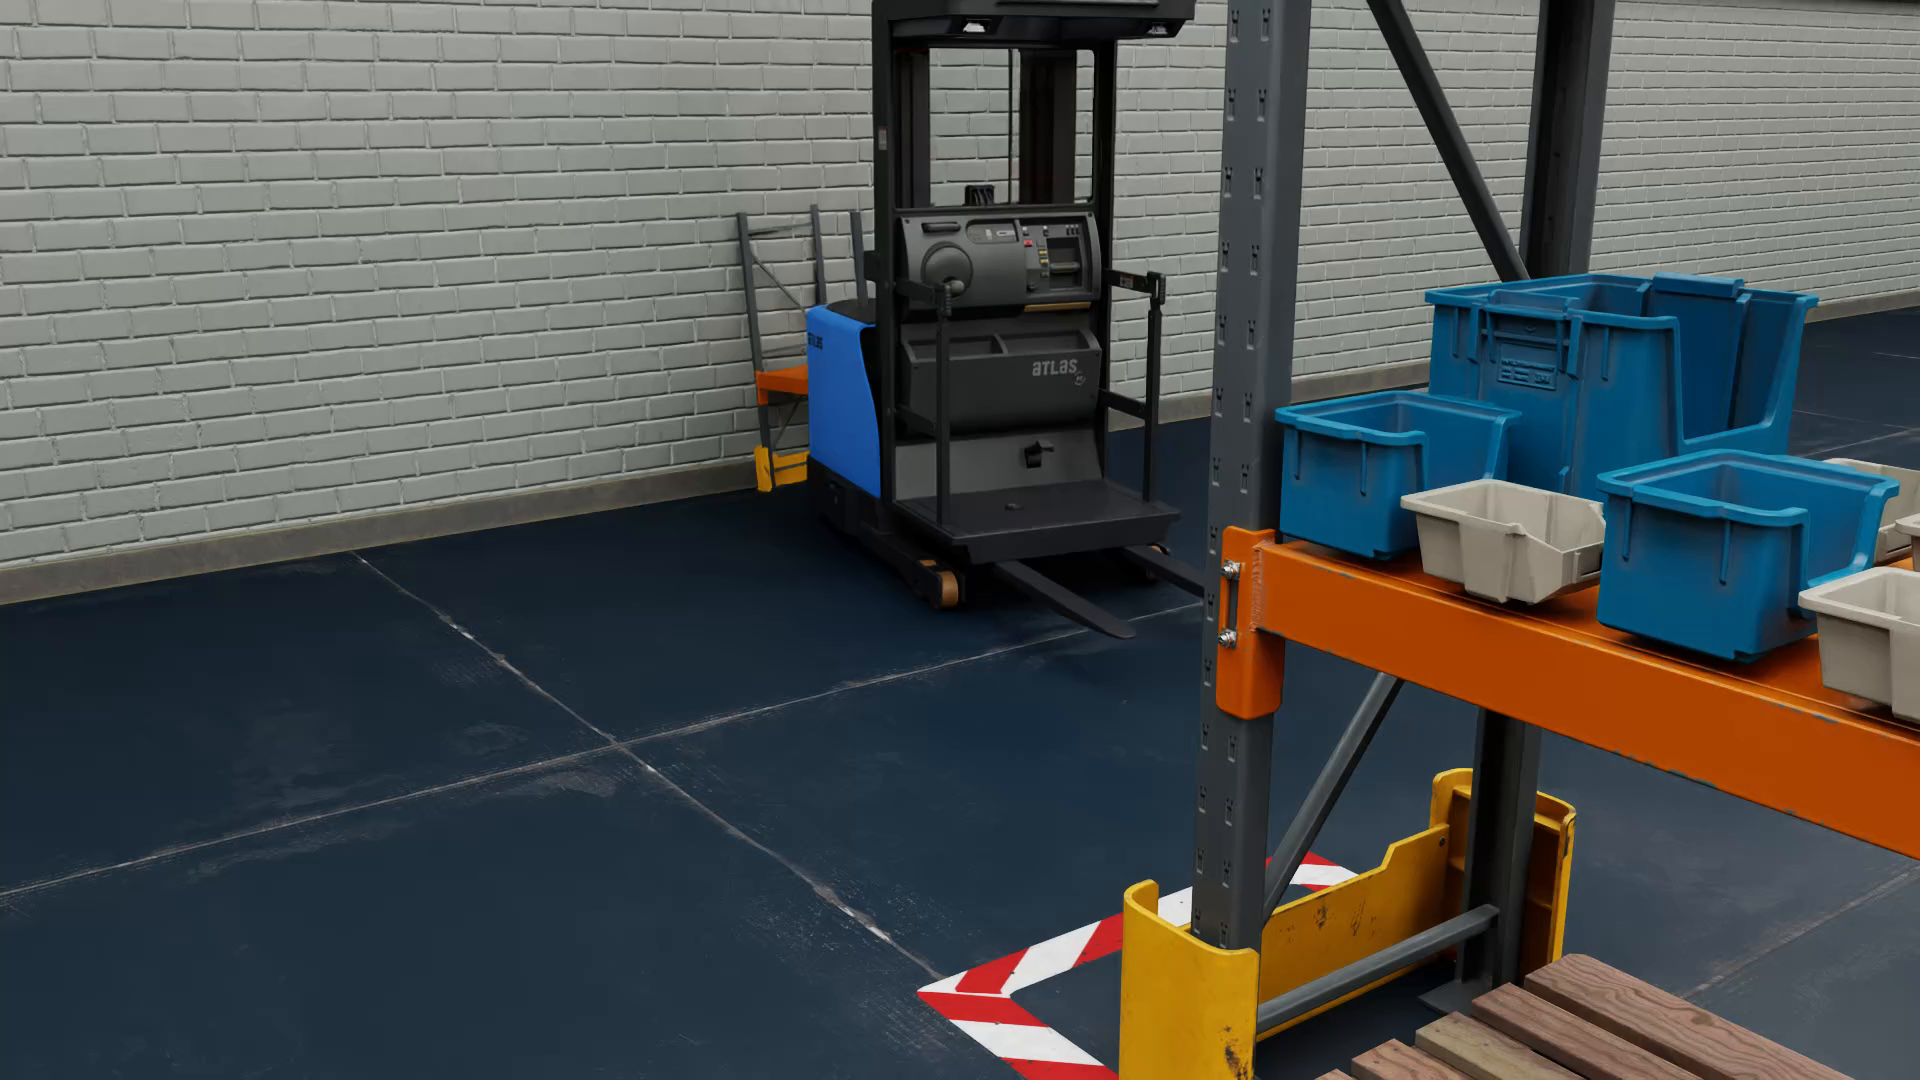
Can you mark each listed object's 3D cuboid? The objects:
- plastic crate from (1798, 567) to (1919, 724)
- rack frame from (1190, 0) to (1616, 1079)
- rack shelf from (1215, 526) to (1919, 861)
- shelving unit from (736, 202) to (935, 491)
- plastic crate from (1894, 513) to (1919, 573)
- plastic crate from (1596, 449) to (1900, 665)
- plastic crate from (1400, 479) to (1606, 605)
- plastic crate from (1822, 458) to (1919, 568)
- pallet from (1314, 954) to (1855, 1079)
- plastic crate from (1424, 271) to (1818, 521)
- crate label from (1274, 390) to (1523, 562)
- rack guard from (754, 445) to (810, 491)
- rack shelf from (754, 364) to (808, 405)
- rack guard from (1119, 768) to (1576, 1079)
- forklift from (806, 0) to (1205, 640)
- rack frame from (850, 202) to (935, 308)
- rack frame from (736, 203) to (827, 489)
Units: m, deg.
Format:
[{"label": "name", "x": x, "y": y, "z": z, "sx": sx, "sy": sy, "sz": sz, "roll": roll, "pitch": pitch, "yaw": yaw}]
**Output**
[{"label": "plastic crate", "x": 1.314, "y": 0.152, "z": 2.223, "sx": 0.250, "sy": 0.136, "sz": 0.298, "roll": -11, "pitch": 19, "yaw": -35}, {"label": "rack frame", "x": 0.914, "y": -0.276, "z": 3.402, "sx": 1.000, "sy": 3.000, "sz": 0.127, "roll": -11, "pitch": 19, "yaw": -35}, {"label": "rack shelf", "x": 2.090, "y": 0.498, "z": 1.937, "sx": 1.077, "sy": 0.370, "sz": 4.000, "roll": -11, "pitch": 19, "yaw": -35}, {"label": "shelving unit", "x": -0.598, "y": -0.973, "z": 8.679, "sx": 0.587, "sy": 1.500, "sz": 1.083, "roll": -16, "pitch": 18, "yaw": -37}, {"label": "plastic crate", "x": 1.699, "y": 0.033, "z": 2.661, "sx": 0.396, "sy": 0.136, "sz": 0.243, "roll": -11, "pitch": 19, "yaw": -35}, {"label": "plastic crate", "x": 1.180, "y": 0.020, "z": 2.523, "sx": 0.416, "sy": 0.233, "sz": 0.300, "roll": -11, "pitch": 19, "yaw": -35}, {"label": "plastic crate", "x": 0.915, "y": 0.008, "z": 2.752, "sx": 0.250, "sy": 0.136, "sz": 0.298, "roll": -11, "pitch": 19, "yaw": -35}, {"label": "plastic crate", "x": 1.540, "y": -0.032, "z": 2.895, "sx": 0.396, "sy": 0.136, "sz": 0.243, "roll": -11, "pitch": 19, "yaw": -35}, {"label": "pallet", "x": 1.368, "y": 1.251, "z": 3.105, "sx": 1.003, "sy": 0.211, "sz": 1.213, "roll": -11, "pitch": 19, "yaw": -35}, {"label": "plastic crate", "x": 1.262, "y": -0.279, "z": 3.234, "sx": 0.616, "sy": 0.435, "sz": 0.499, "roll": -11, "pitch": 19, "yaw": -35}, {"label": "crate label", "x": 0.793, "y": -0.120, "z": 3.037, "sx": 0.416, "sy": 0.233, "sz": 0.303, "roll": -11, "pitch": 19, "yaw": -35}, {"label": "rack guard", "x": -0.867, "y": -0.444, "z": 9.215, "sx": 0.587, "sy": 0.250, "sz": 0.087, "roll": -16, "pitch": 18, "yaw": -37}, {"label": "rack shelf", "x": -0.579, "y": -0.798, "z": 8.718, "sx": 0.538, "sy": 0.185, "sz": 1.000, "roll": -16, "pitch": 18, "yaw": -37}, {"label": "rack guard", "x": 0.890, "y": 0.927, "z": 3.743, "sx": 1.175, "sy": 0.500, "sz": 0.348, "roll": -11, "pitch": 19, "yaw": -35}, {"label": "forklift", "x": 0.275, "y": -1.249, "z": 7.086, "sx": 1.130, "sy": 2.935, "sz": 3.031, "roll": -7, "pitch": 17, "yaw": -23}, {"label": "rack frame", "x": -0.270, "y": -0.896, "z": 8.287, "sx": 0.500, "sy": 1.500, "sz": 0.032, "roll": -16, "pitch": 18, "yaw": -37}, {"label": "rack frame", "x": -0.915, "y": -1.047, "z": 9.058, "sx": 0.500, "sy": 1.500, "sz": 0.032, "roll": -16, "pitch": 18, "yaw": -37}]
